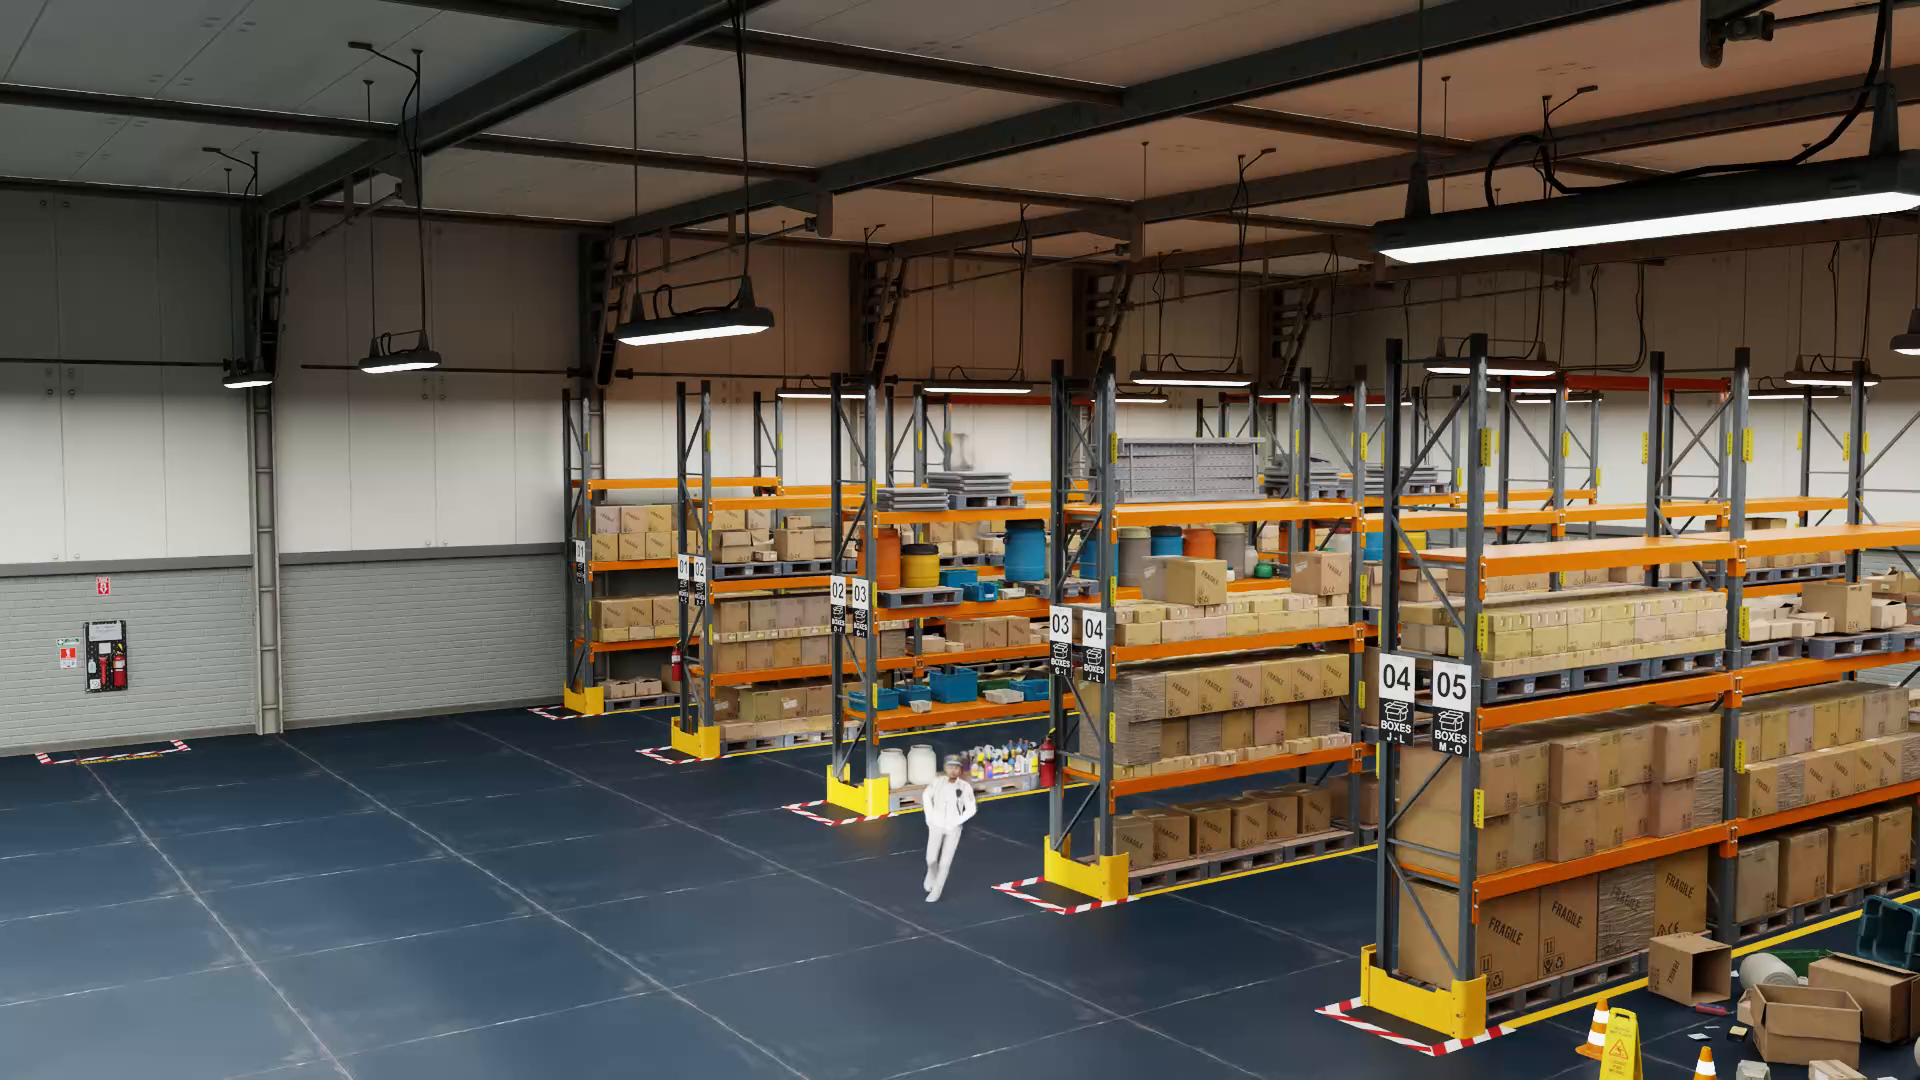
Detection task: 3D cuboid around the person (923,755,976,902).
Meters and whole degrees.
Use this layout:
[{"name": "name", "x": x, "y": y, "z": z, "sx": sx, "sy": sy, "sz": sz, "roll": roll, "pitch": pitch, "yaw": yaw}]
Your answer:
[{"name": "person", "x": -0.145, "y": 3.176, "z": 18.342, "sx": 0.587, "sy": 1.659, "sz": 0.505, "roll": 0, "pitch": 4, "yaw": 8}]
